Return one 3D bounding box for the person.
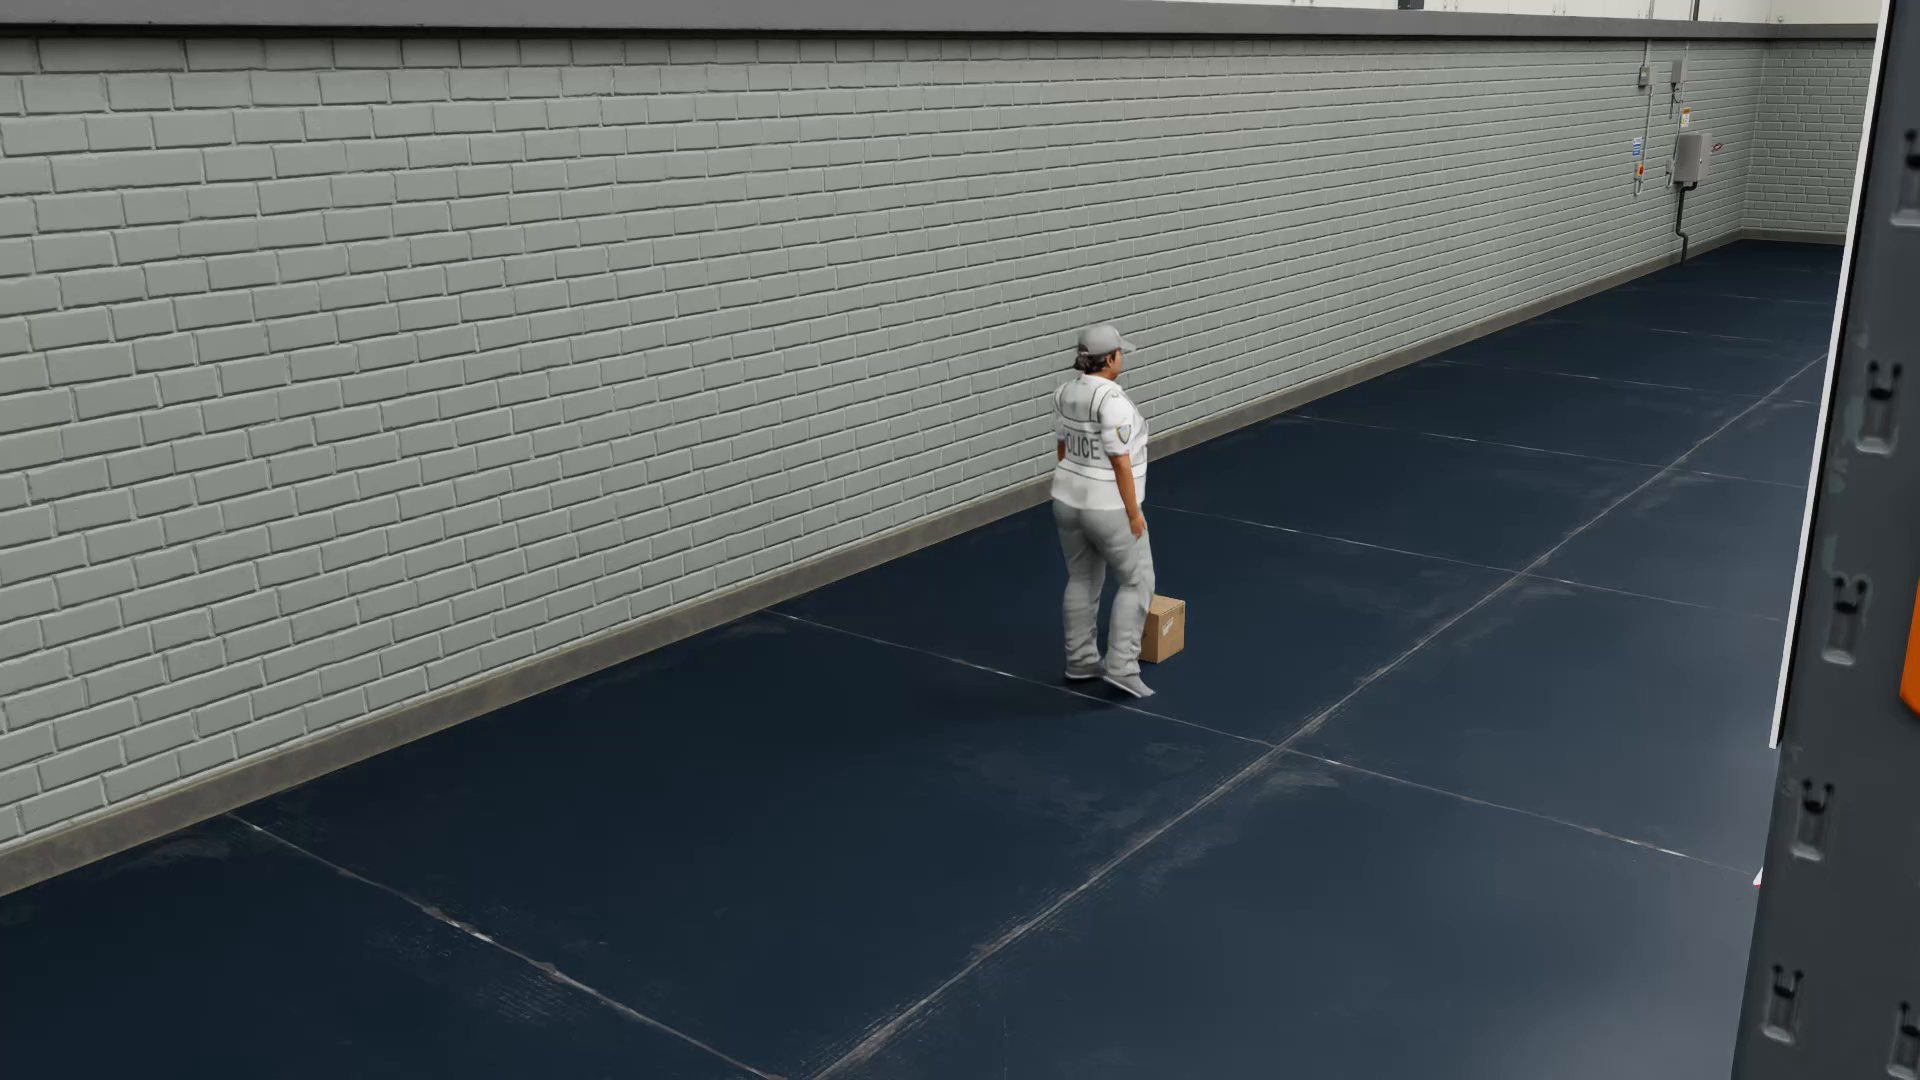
[{"bbox_3d":[0.643,-0.109,7.485,0.375,1.727,0.528,-11,20,-33],"label":"person"}]
